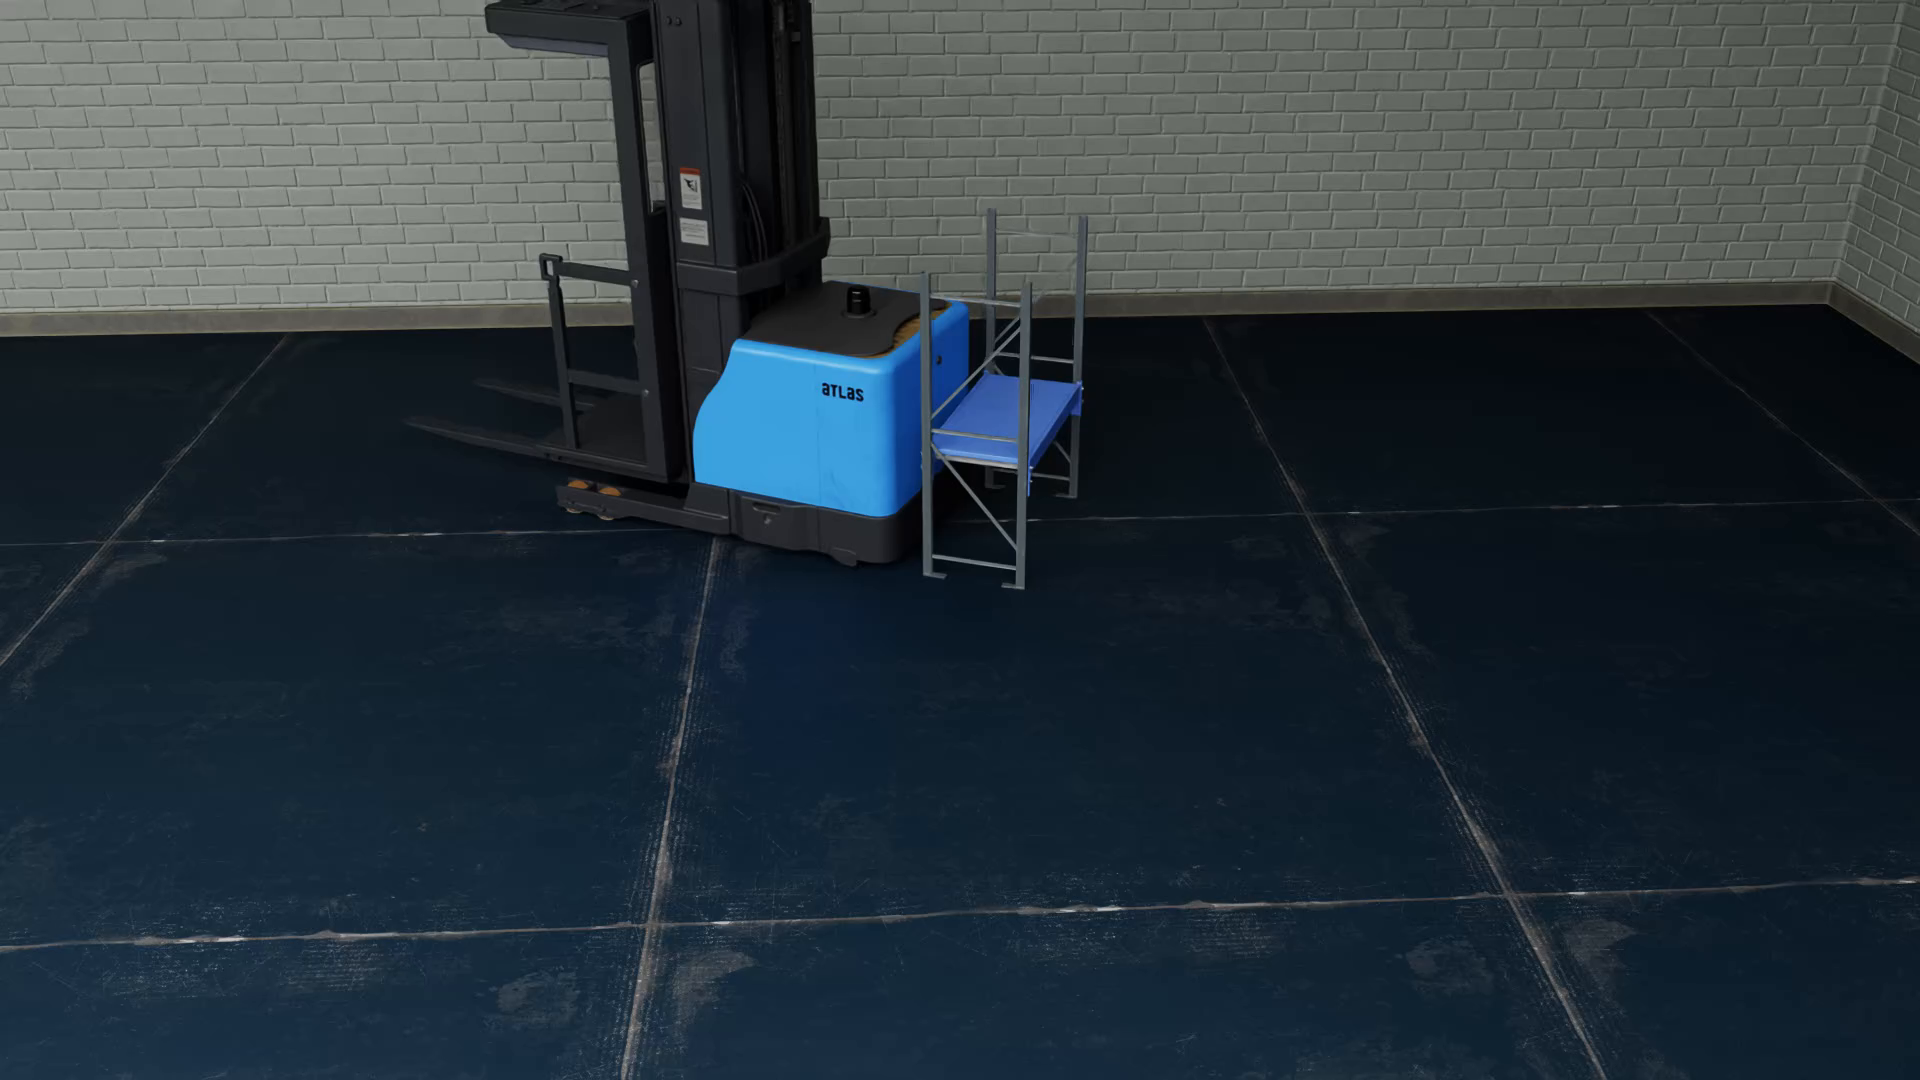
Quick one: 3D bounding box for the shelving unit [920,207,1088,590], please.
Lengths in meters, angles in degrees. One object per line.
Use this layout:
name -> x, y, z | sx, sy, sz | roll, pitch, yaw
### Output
shelving unit -> 0.221, -0.694, 7.958 | 0.538, 1.500, 1.048 | 8, 29, 15

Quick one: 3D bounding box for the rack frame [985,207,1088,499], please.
rack frame -> 0.373, -0.918, 8.388 | 0.500, 1.500, 0.032 | 8, 29, 15

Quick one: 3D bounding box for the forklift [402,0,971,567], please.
forklift -> -1.506, -1.609, 8.165 | 3.031, 2.935, 1.130 | 11, 30, 21

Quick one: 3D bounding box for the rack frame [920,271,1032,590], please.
rack frame -> 0.068, -0.469, 7.528 | 0.500, 1.500, 0.032 | 8, 29, 15

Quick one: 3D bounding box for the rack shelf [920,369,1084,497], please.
rack shelf -> 0.221, -0.534, 8.041 | 0.538, 0.185, 1.000 | 8, 29, 15
